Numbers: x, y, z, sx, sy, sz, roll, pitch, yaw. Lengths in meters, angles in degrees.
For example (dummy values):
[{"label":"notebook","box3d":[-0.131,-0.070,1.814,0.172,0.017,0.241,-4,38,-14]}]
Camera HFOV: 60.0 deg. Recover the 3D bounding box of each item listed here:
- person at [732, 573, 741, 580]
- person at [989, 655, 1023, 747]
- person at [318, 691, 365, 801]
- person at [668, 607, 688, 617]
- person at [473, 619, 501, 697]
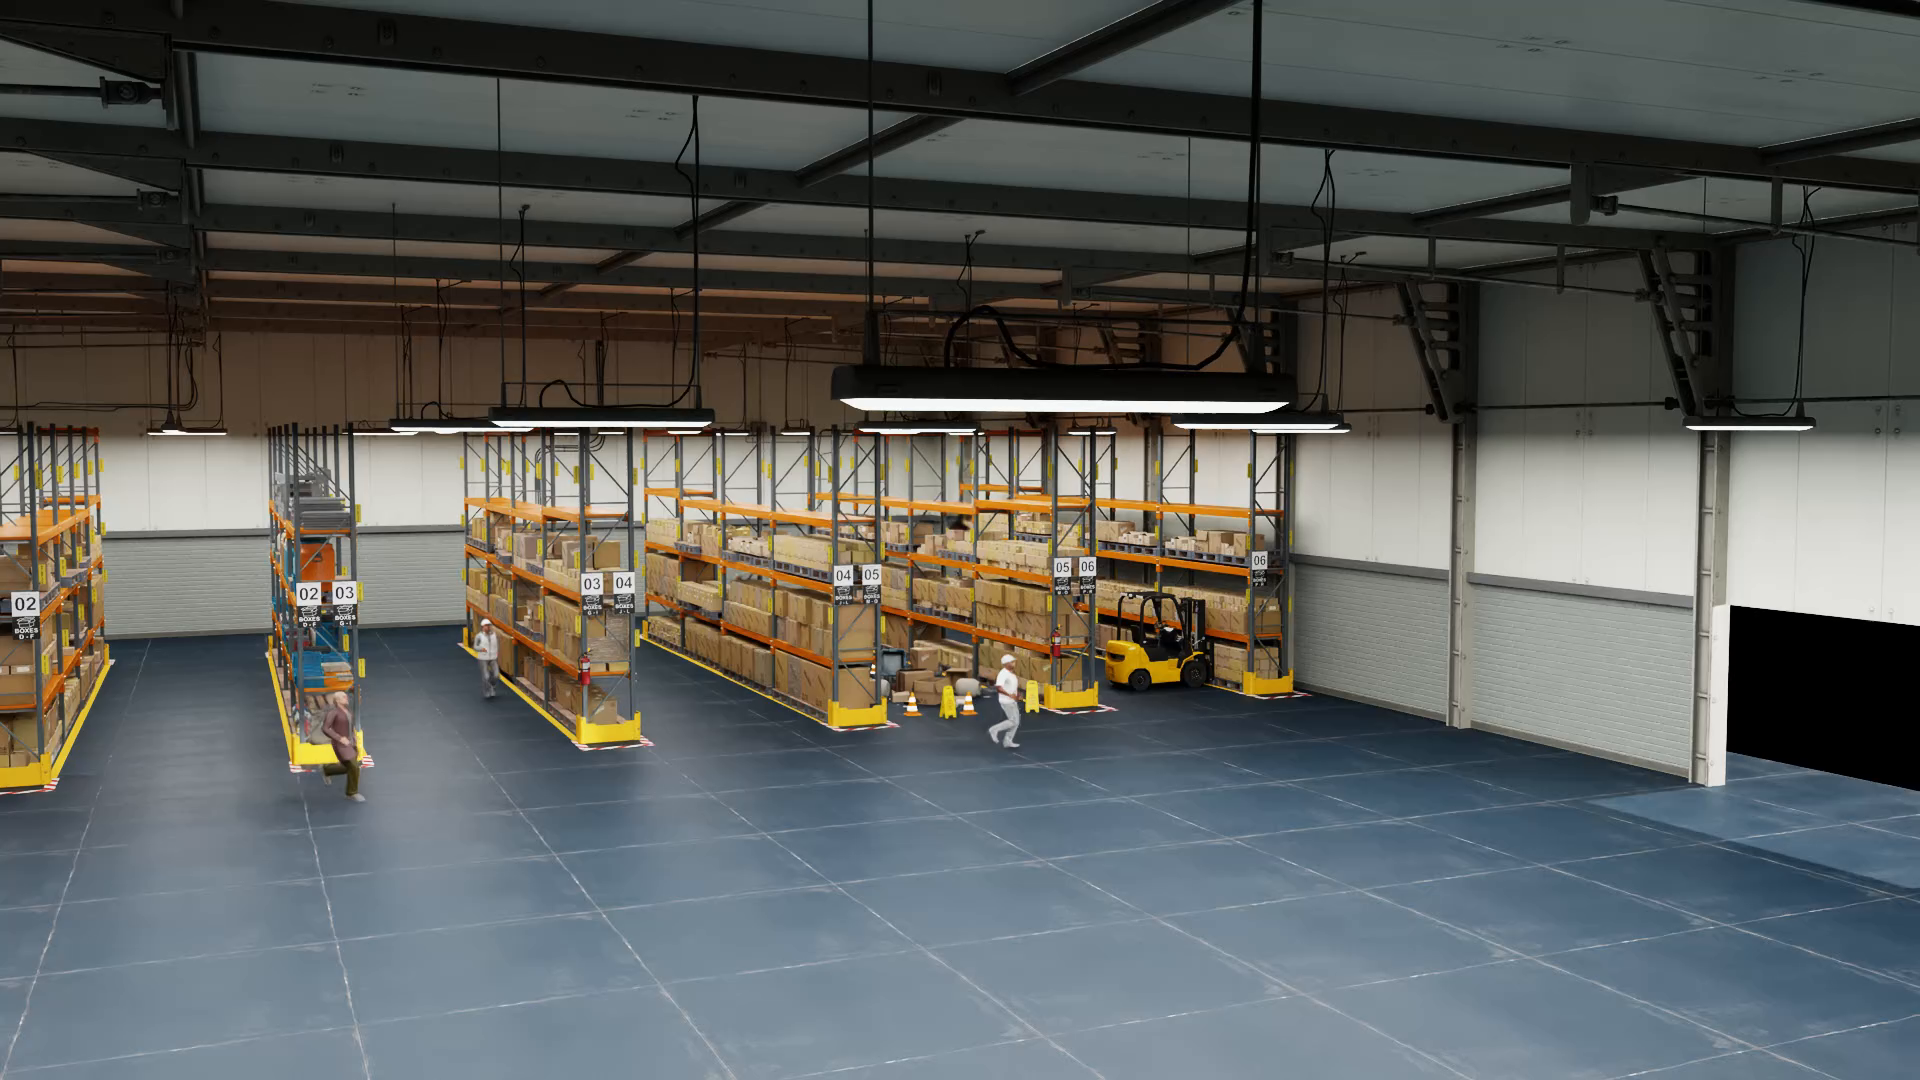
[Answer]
[{"label":"person","box3d":[-6.794,1.831,50.635,0.548,1.604,0.607,-3,5,-39]},{"label":"person","box3d":[0.851,2.978,30.794,0.597,1.722,0.689,1,4,15]},{"label":"person","box3d":[-9.858,3.219,26.352,0.744,1.652,0.726,0,3,5]},{"label":"person","box3d":[-8.450,1.845,50.044,0.603,1.638,0.797,3,5,43]},{"label":"person","box3d":[-10.352,2.610,36.567,0.647,1.735,0.602,-2,4,-32]}]
